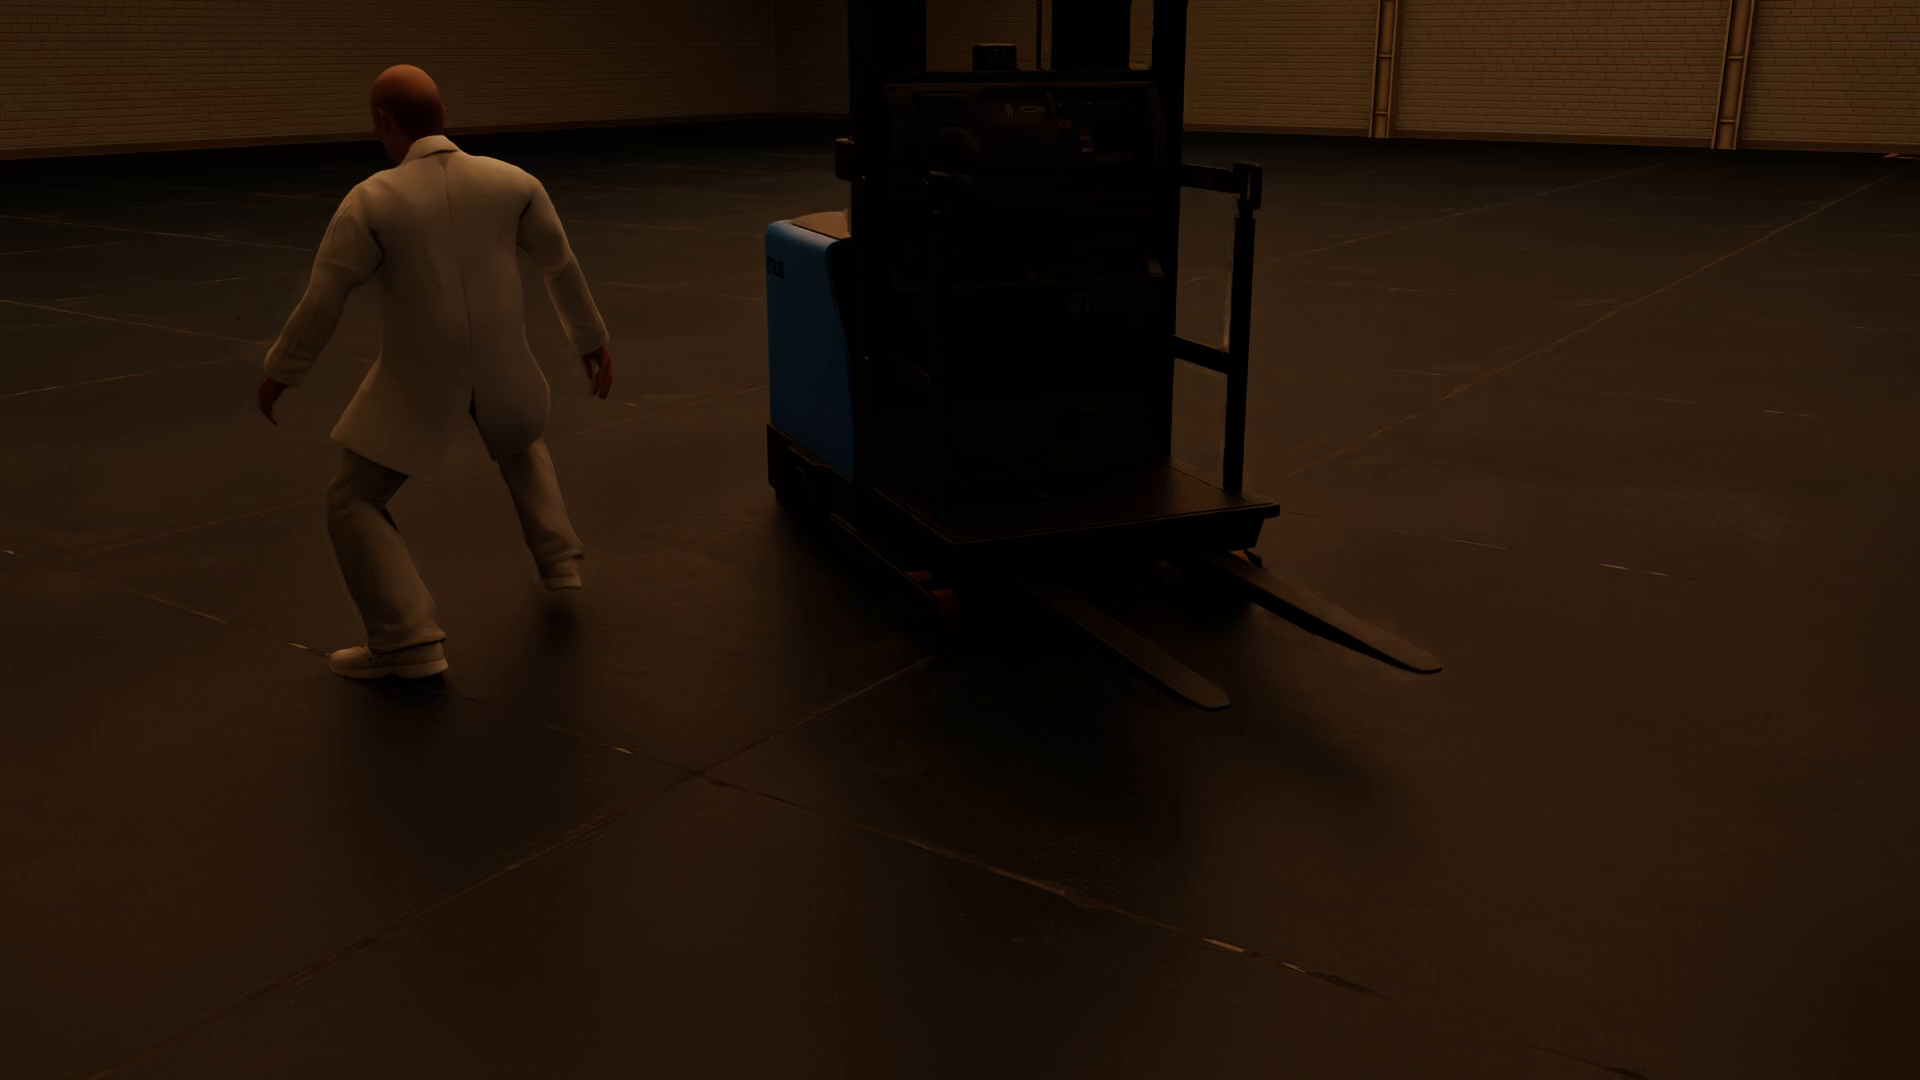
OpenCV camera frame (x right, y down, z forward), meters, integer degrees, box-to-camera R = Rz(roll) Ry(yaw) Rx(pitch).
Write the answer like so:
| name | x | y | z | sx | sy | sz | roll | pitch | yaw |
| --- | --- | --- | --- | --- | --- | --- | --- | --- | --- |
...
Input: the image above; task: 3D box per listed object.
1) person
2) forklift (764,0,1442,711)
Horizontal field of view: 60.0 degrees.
| name | x | y | z | sx | sy | sz | roll | pitch | yaw |
| --- | --- | --- | --- | --- | --- | --- | --- | --- | --- |
| person | -1.464 | -0.494 | 4.746 | 0.977 | 1.663 | 0.617 | -11 | 20 | -33 |
| forklift | 0.297 | -1.235 | 4.961 | 1.130 | 2.935 | 3.031 | -7 | 18 | -22 |
